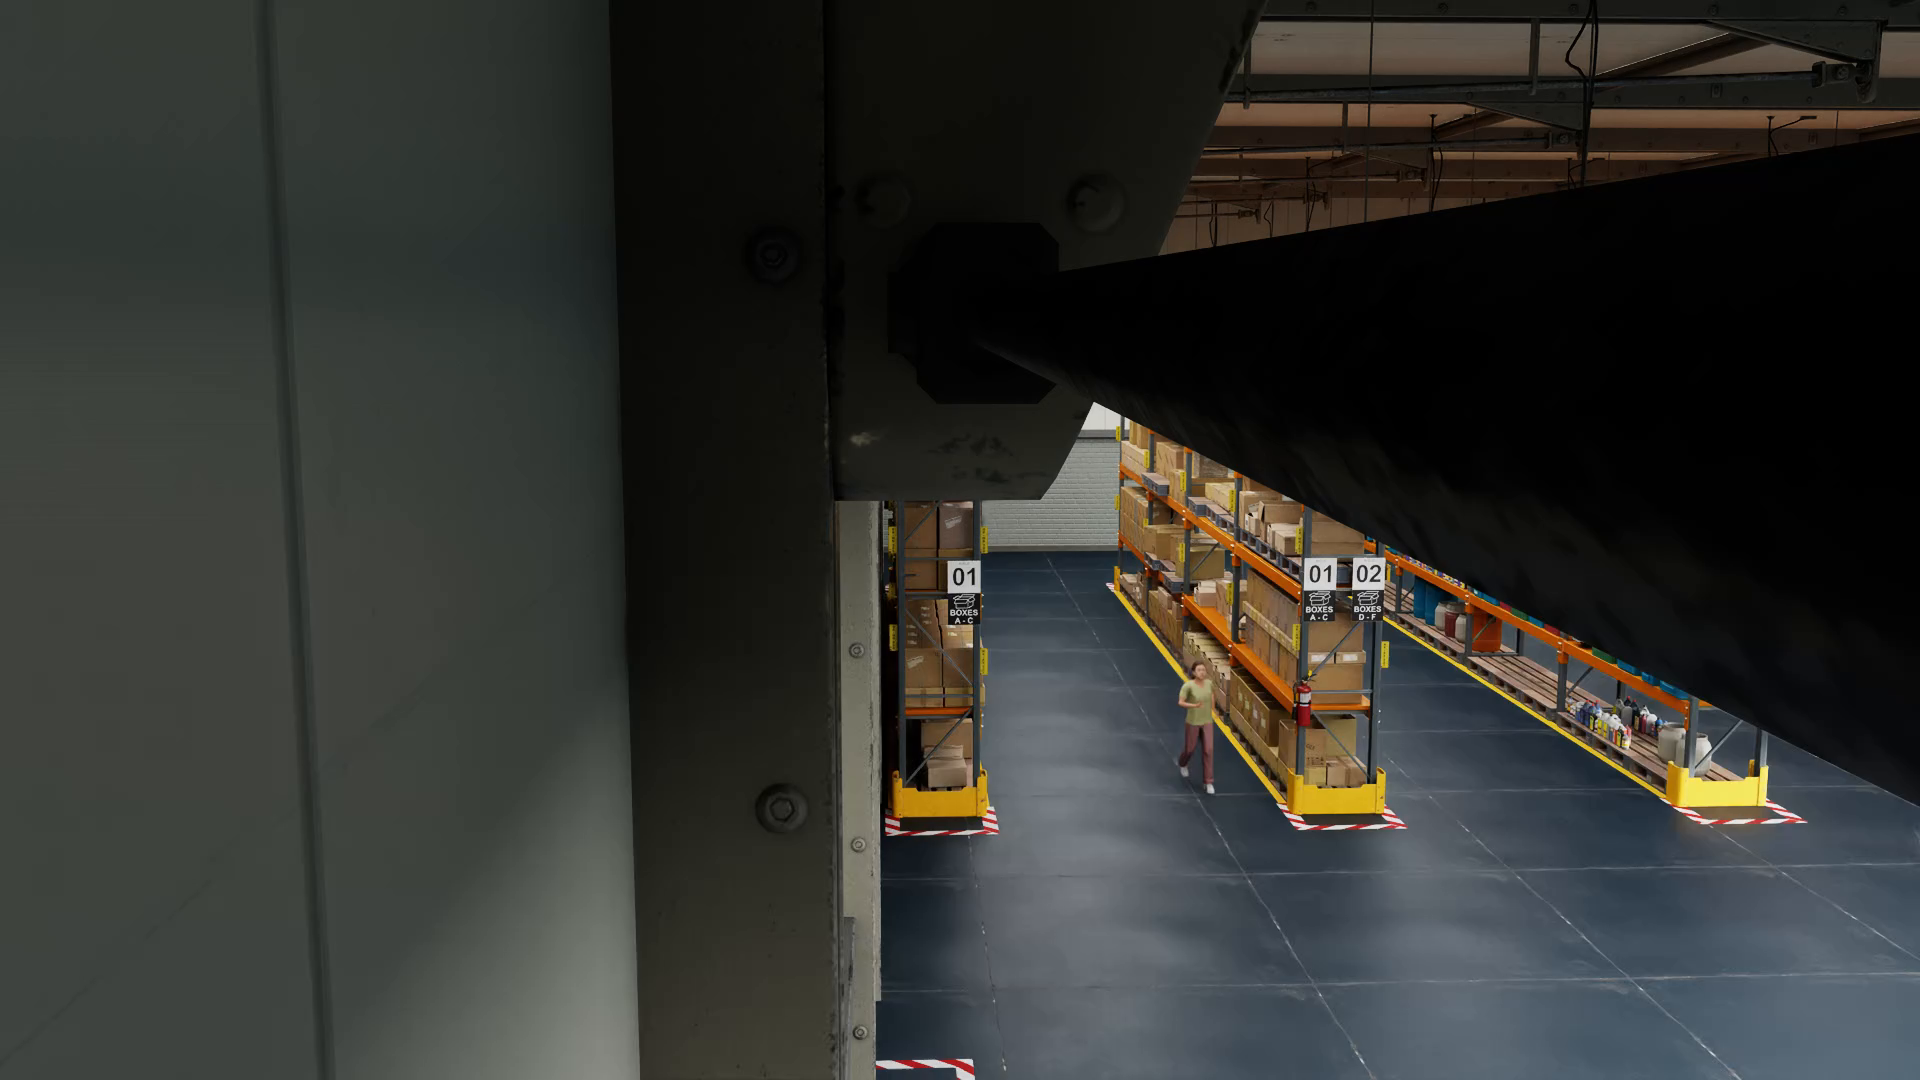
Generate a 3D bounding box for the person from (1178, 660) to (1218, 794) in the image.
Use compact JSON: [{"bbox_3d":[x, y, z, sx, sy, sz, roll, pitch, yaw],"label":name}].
[{"bbox_3d":[3.100,2.384,21.624,0.574,1.647,0.970,-2,8,-11],"label":"person"}]
